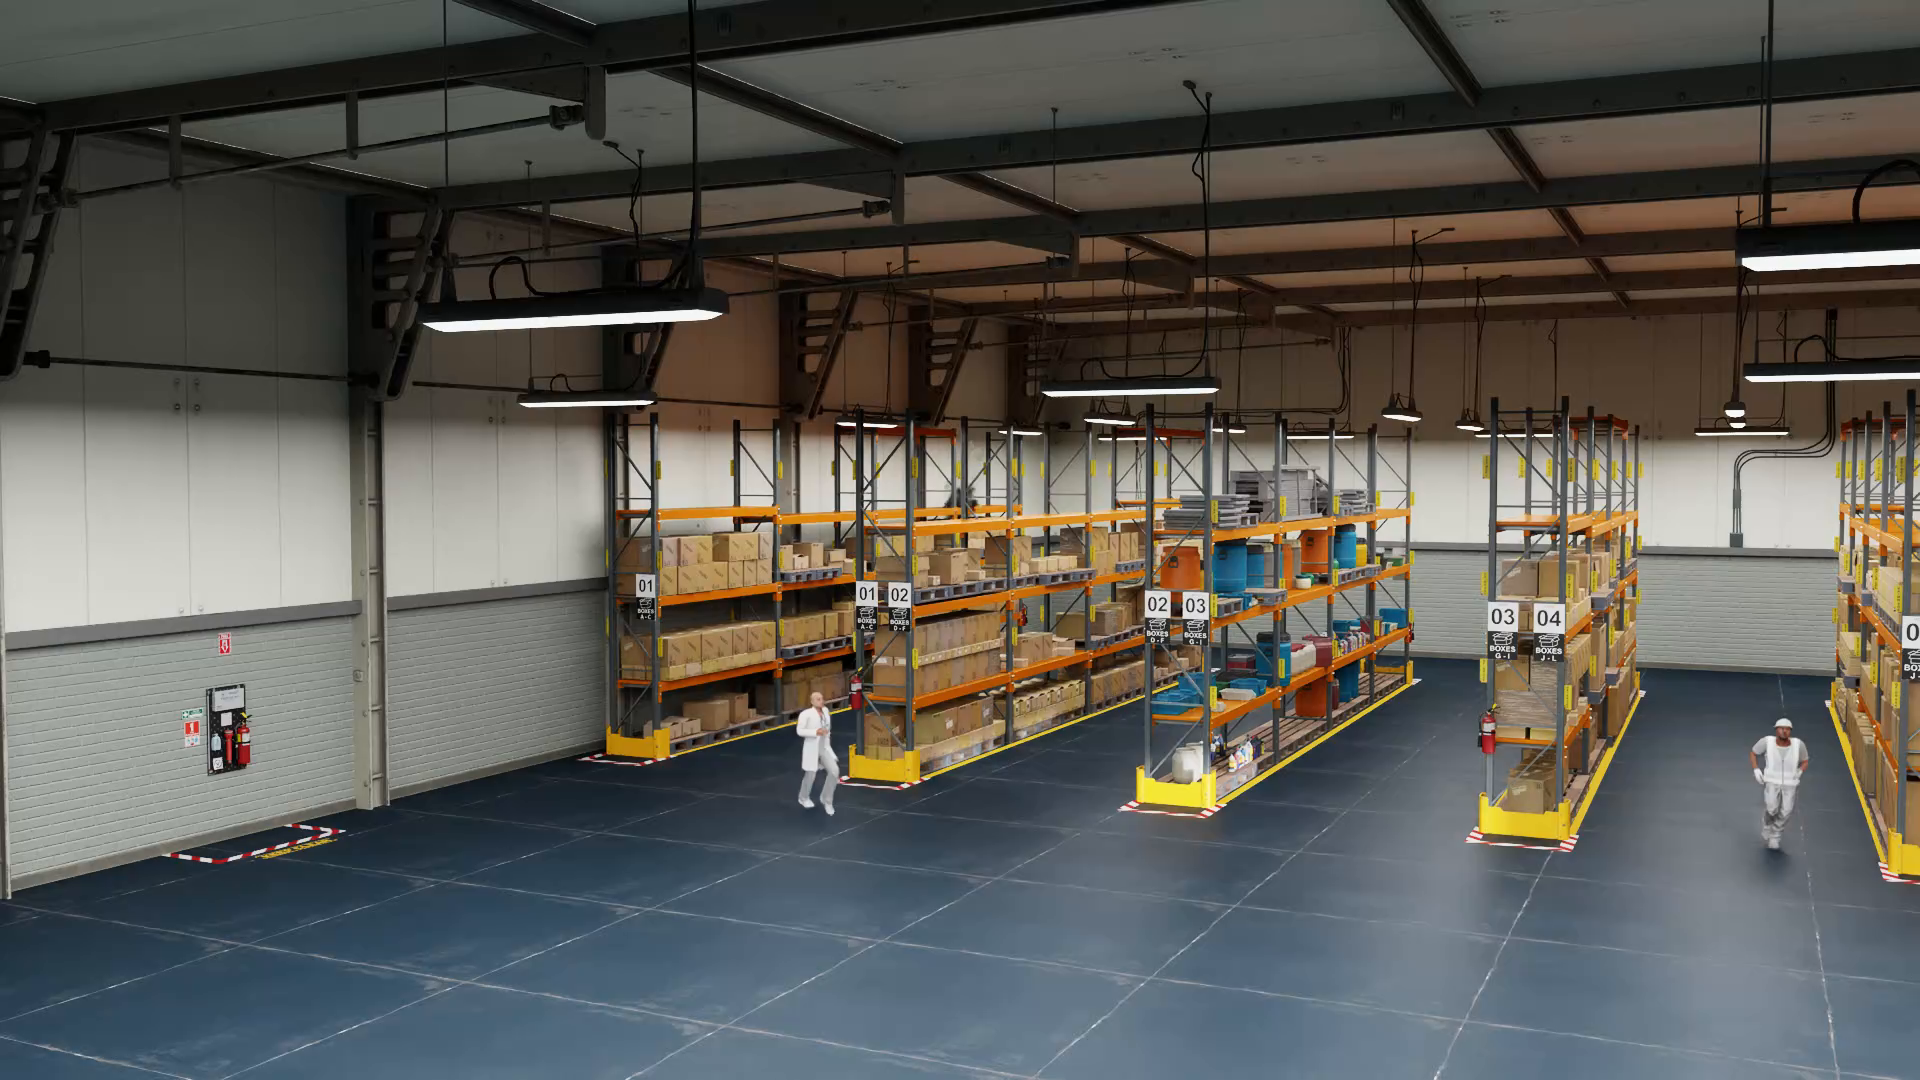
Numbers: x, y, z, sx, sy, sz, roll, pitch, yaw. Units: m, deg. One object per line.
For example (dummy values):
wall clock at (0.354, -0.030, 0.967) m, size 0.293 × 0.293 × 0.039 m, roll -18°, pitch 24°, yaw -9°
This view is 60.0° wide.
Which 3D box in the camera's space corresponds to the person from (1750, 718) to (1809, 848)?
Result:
person at (10.792, 3.209, 21.860) m, size 0.688 × 1.732 × 0.560 m, roll 1°, pitch 3°, yaw 17°

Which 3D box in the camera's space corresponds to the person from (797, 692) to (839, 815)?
person at (-2.120, 3.111, 24.226) m, size 0.687 × 1.817 × 0.863 m, roll -2°, pitch 3°, yaw -37°
